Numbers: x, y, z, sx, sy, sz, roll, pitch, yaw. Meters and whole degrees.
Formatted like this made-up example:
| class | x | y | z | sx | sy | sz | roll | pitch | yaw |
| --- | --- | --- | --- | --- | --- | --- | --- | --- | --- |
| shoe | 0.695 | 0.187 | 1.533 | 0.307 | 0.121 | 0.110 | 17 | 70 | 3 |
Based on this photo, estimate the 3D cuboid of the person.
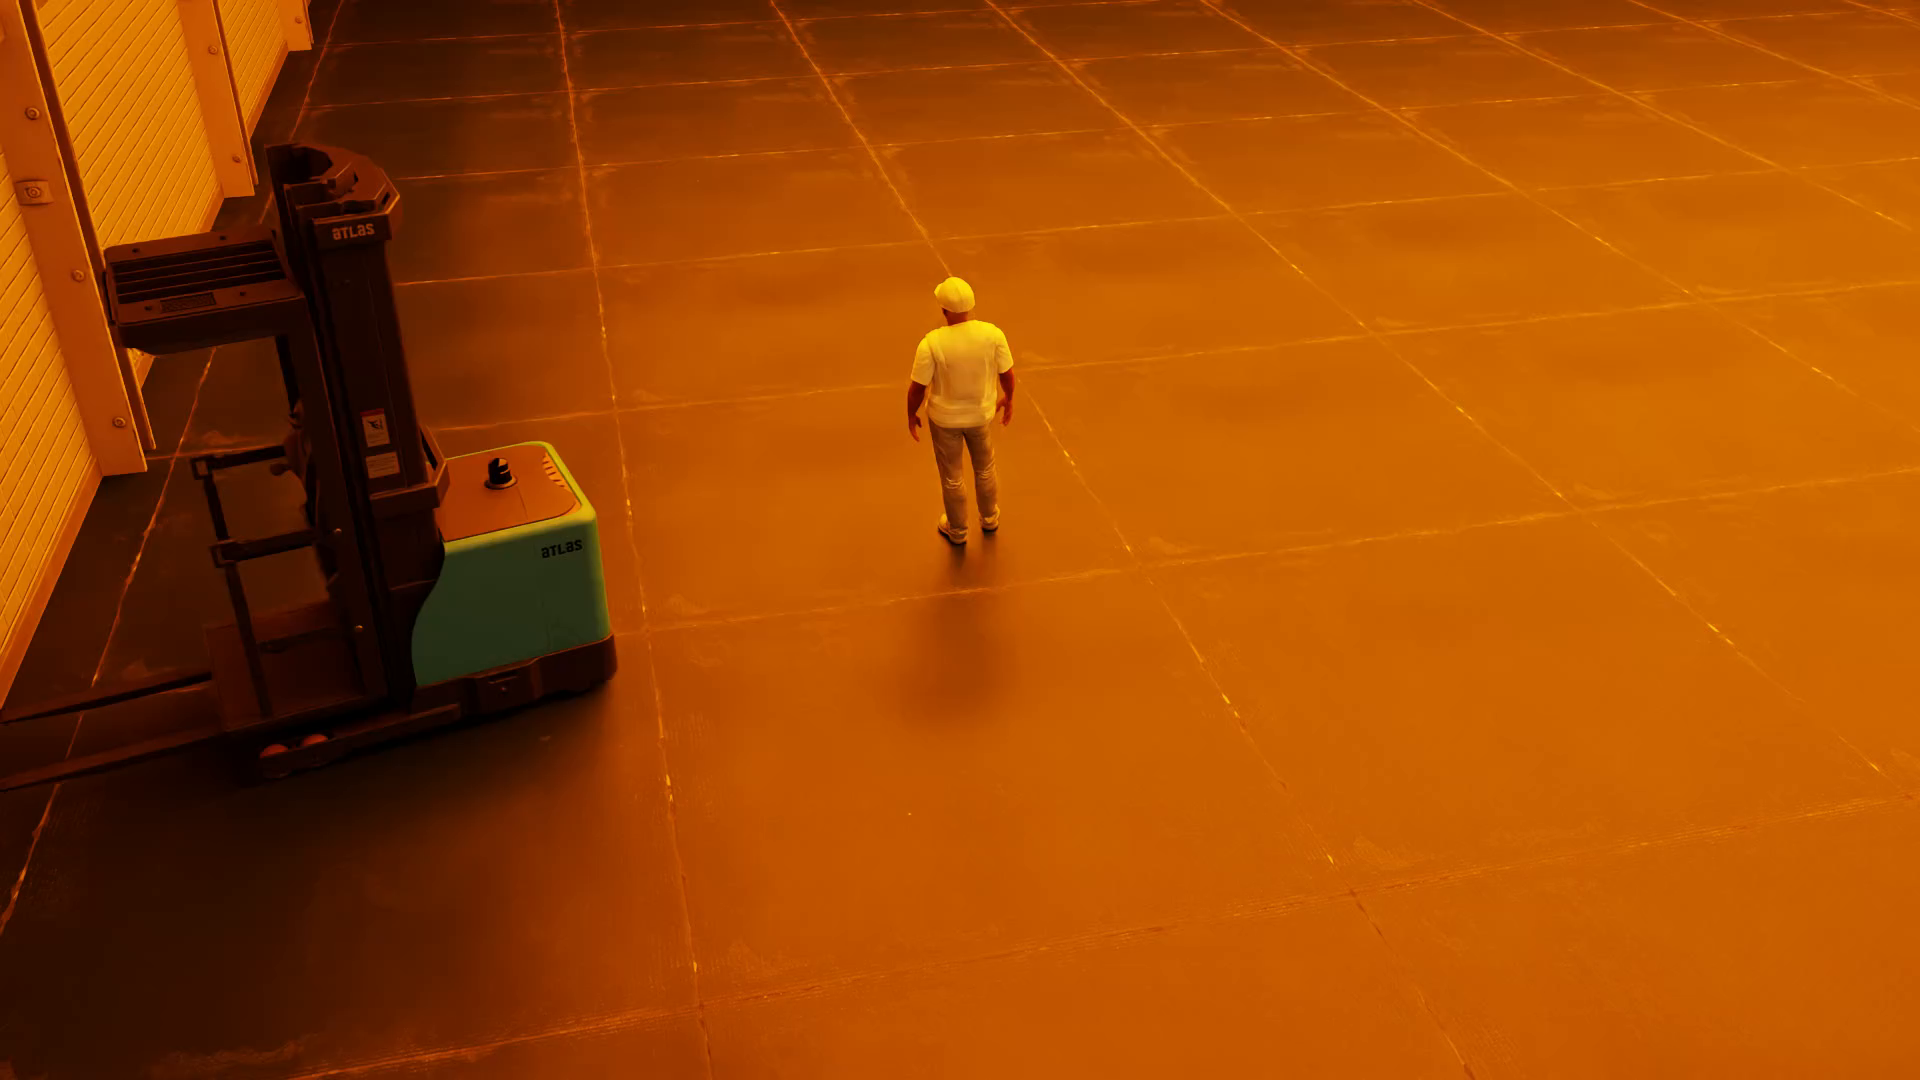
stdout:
| class | x | y | z | sx | sy | sz | roll | pitch | yaw |
| --- | --- | --- | --- | --- | --- | --- | --- | --- | --- |
| person | -0.012 | -0.805 | 10.114 | 0.666 | 1.768 | 0.575 | -7 | 31 | -12 |

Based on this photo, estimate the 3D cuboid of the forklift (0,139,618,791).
| class | x | y | z | sx | sy | sz | roll | pitch | yaw |
| --- | --- | --- | --- | --- | --- | --- | --- | --- | --- |
| forklift | -3.432 | -0.366 | 8.207 | 3.031 | 2.935 | 1.130 | -14 | 33 | -23 |
